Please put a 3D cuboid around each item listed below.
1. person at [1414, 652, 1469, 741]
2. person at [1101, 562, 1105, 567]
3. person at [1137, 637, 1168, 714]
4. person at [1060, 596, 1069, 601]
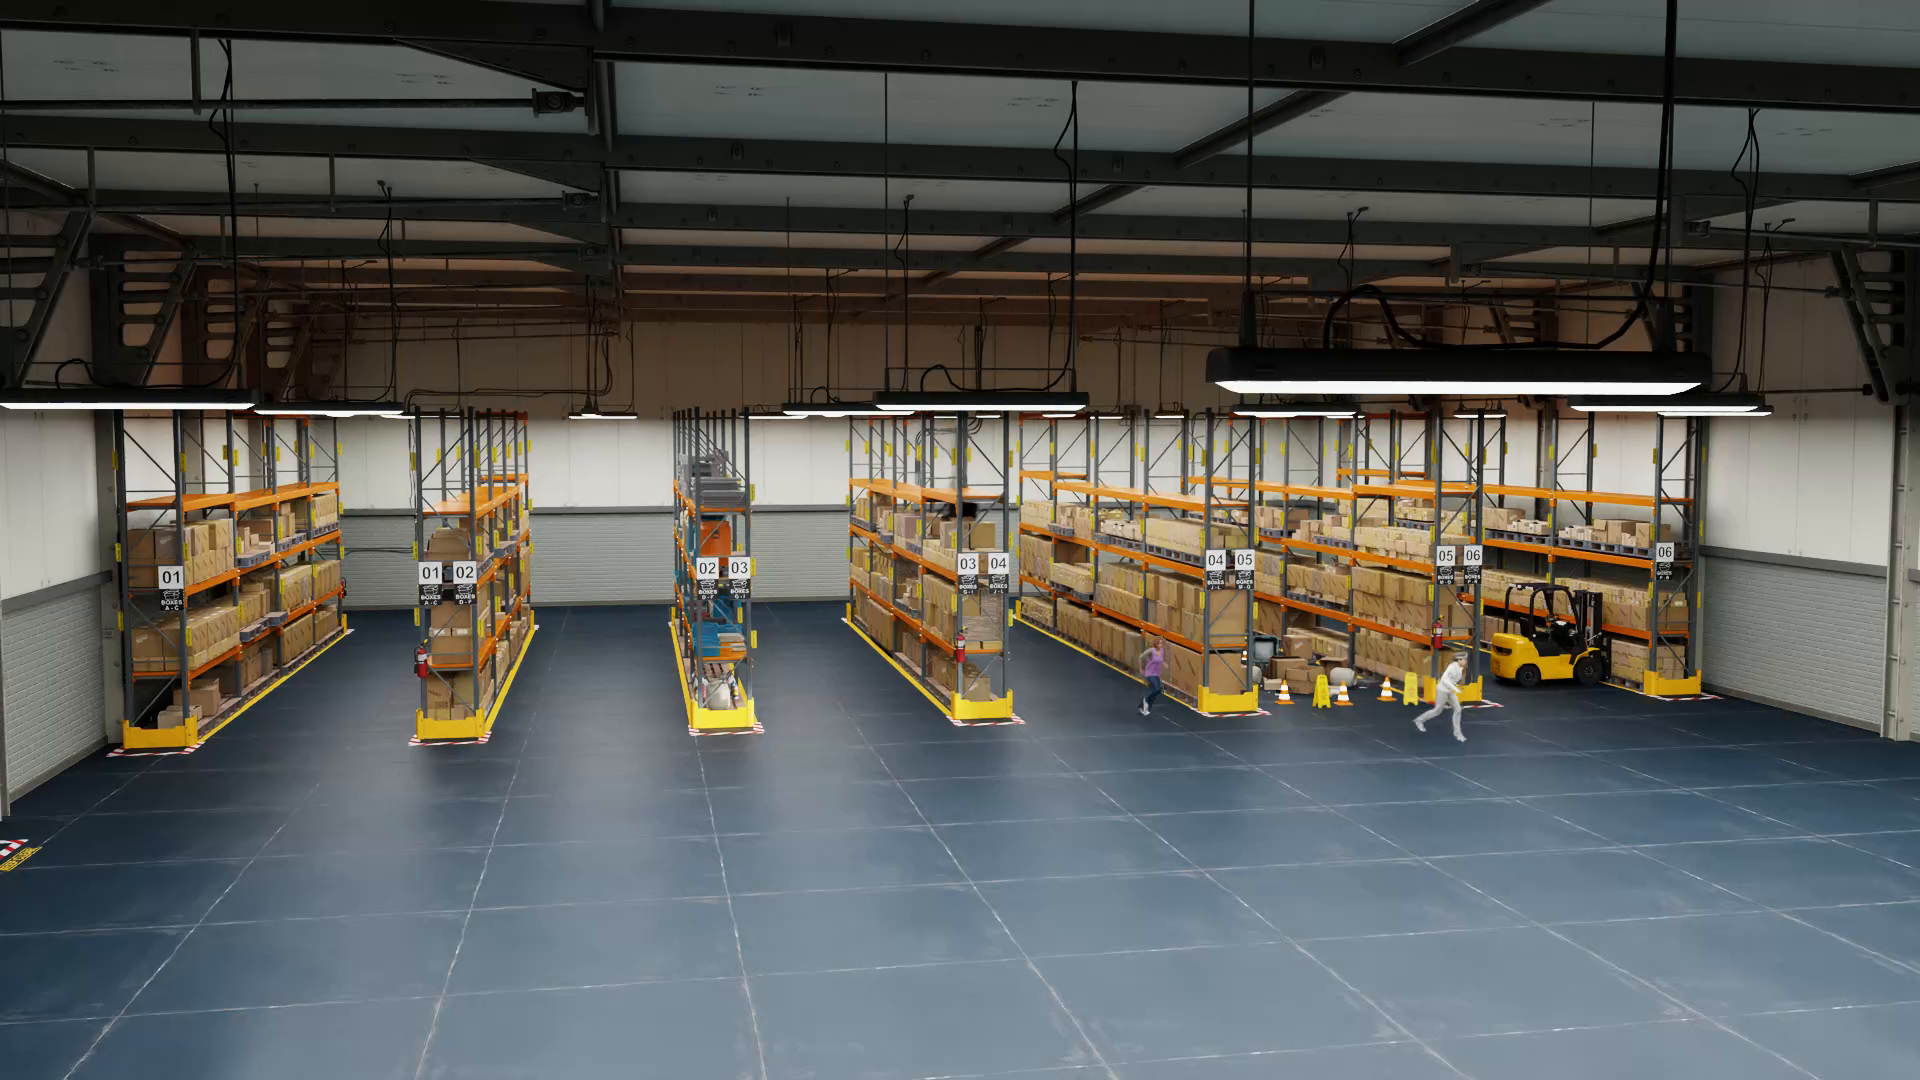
[{"bbox_3d":[8.757,2.804,30.150,0.931,1.628,0.655,3,5,33],"label":"person"},{"bbox_3d":[4.184,1.525,46.966,0.659,1.770,1.062,-1,4,-15],"label":"person"},{"bbox_3d":[3.757,2.640,32.300,0.695,1.526,0.496,4,6,44],"label":"person"},{"bbox_3d":[3.249,1.452,49.411,0.931,1.530,0.602,2,5,27],"label":"person"}]
